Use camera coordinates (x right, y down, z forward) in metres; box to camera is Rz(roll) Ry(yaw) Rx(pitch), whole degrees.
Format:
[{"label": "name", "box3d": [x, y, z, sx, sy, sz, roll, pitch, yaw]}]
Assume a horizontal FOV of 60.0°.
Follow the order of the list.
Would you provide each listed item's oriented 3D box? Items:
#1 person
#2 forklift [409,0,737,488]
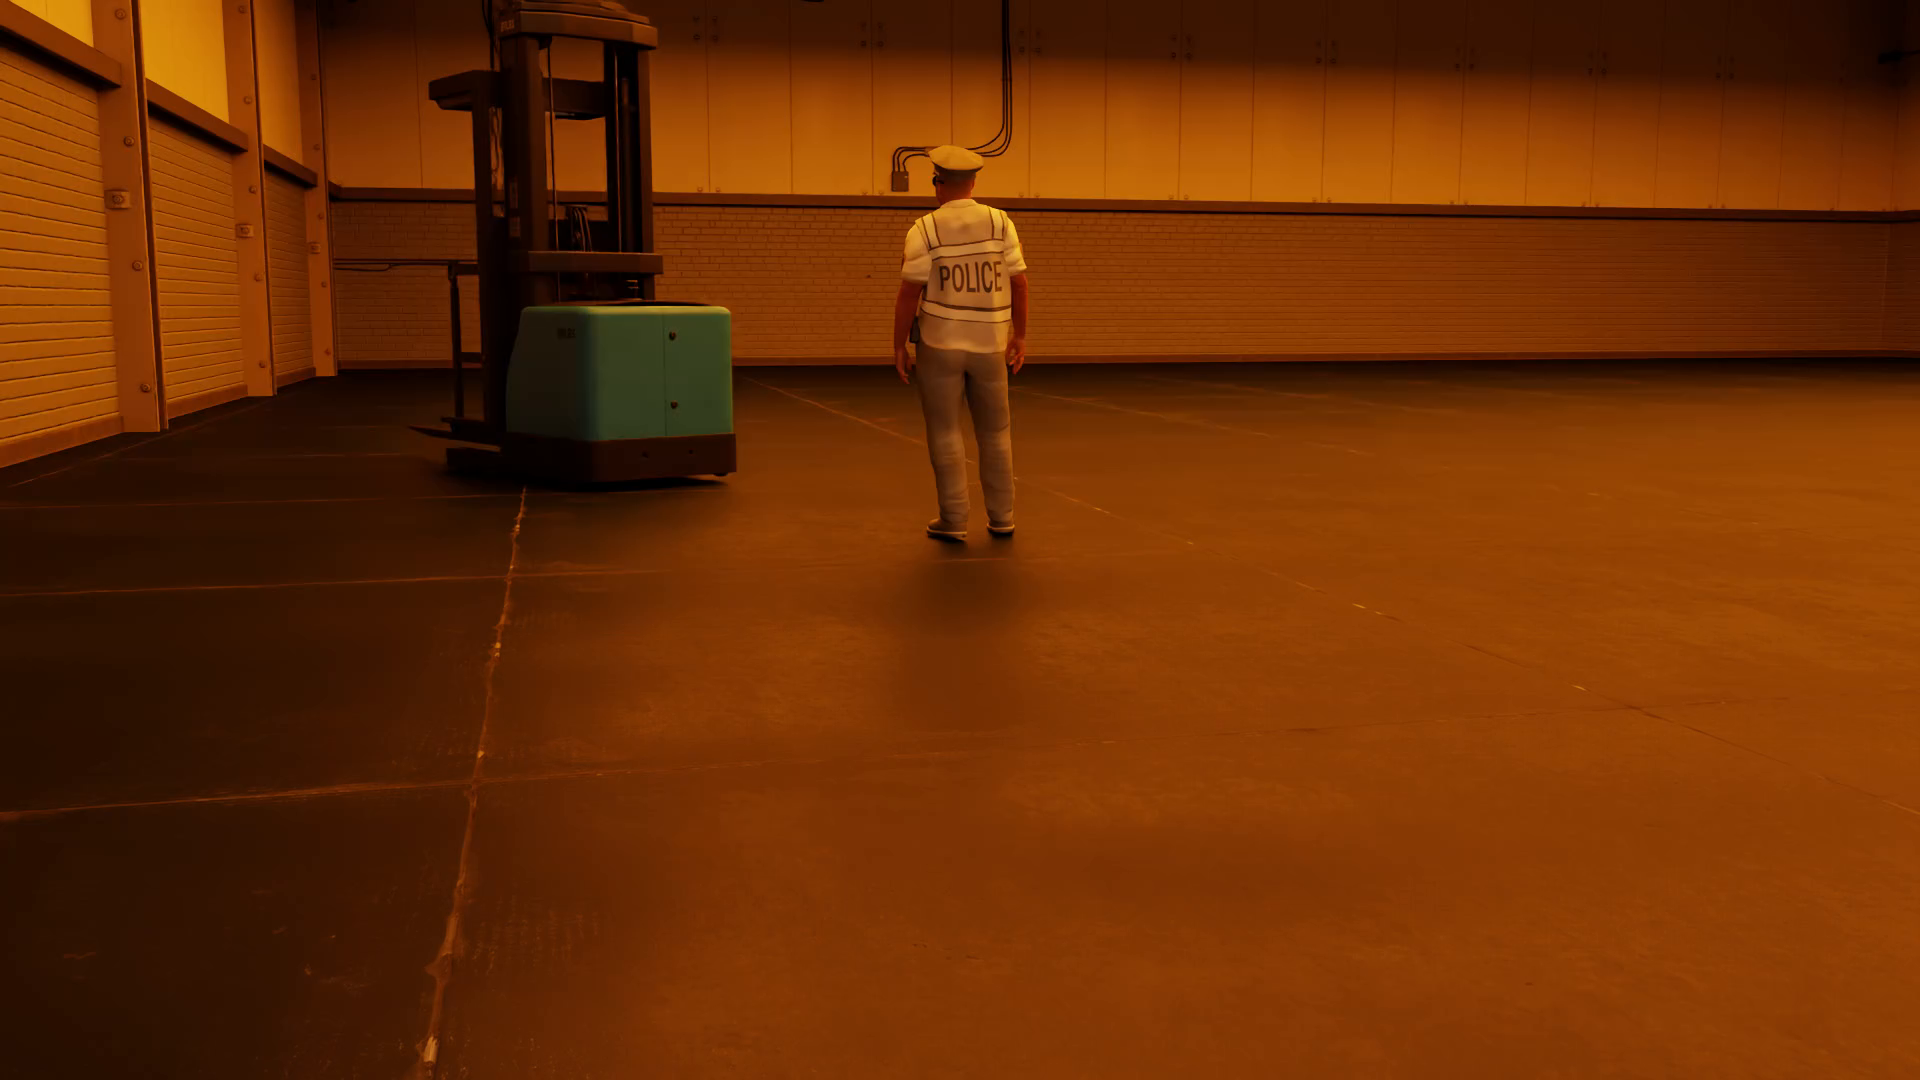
[{"label": "person", "box3d": [-0.006, -0.900, 7.660, 0.640, 1.781, 0.575, -2, 8, -13]}, {"label": "forklift", "box3d": [-2.705, -1.910, 10.778, 1.130, 2.935, 3.031, -7, 10, -40]}]
